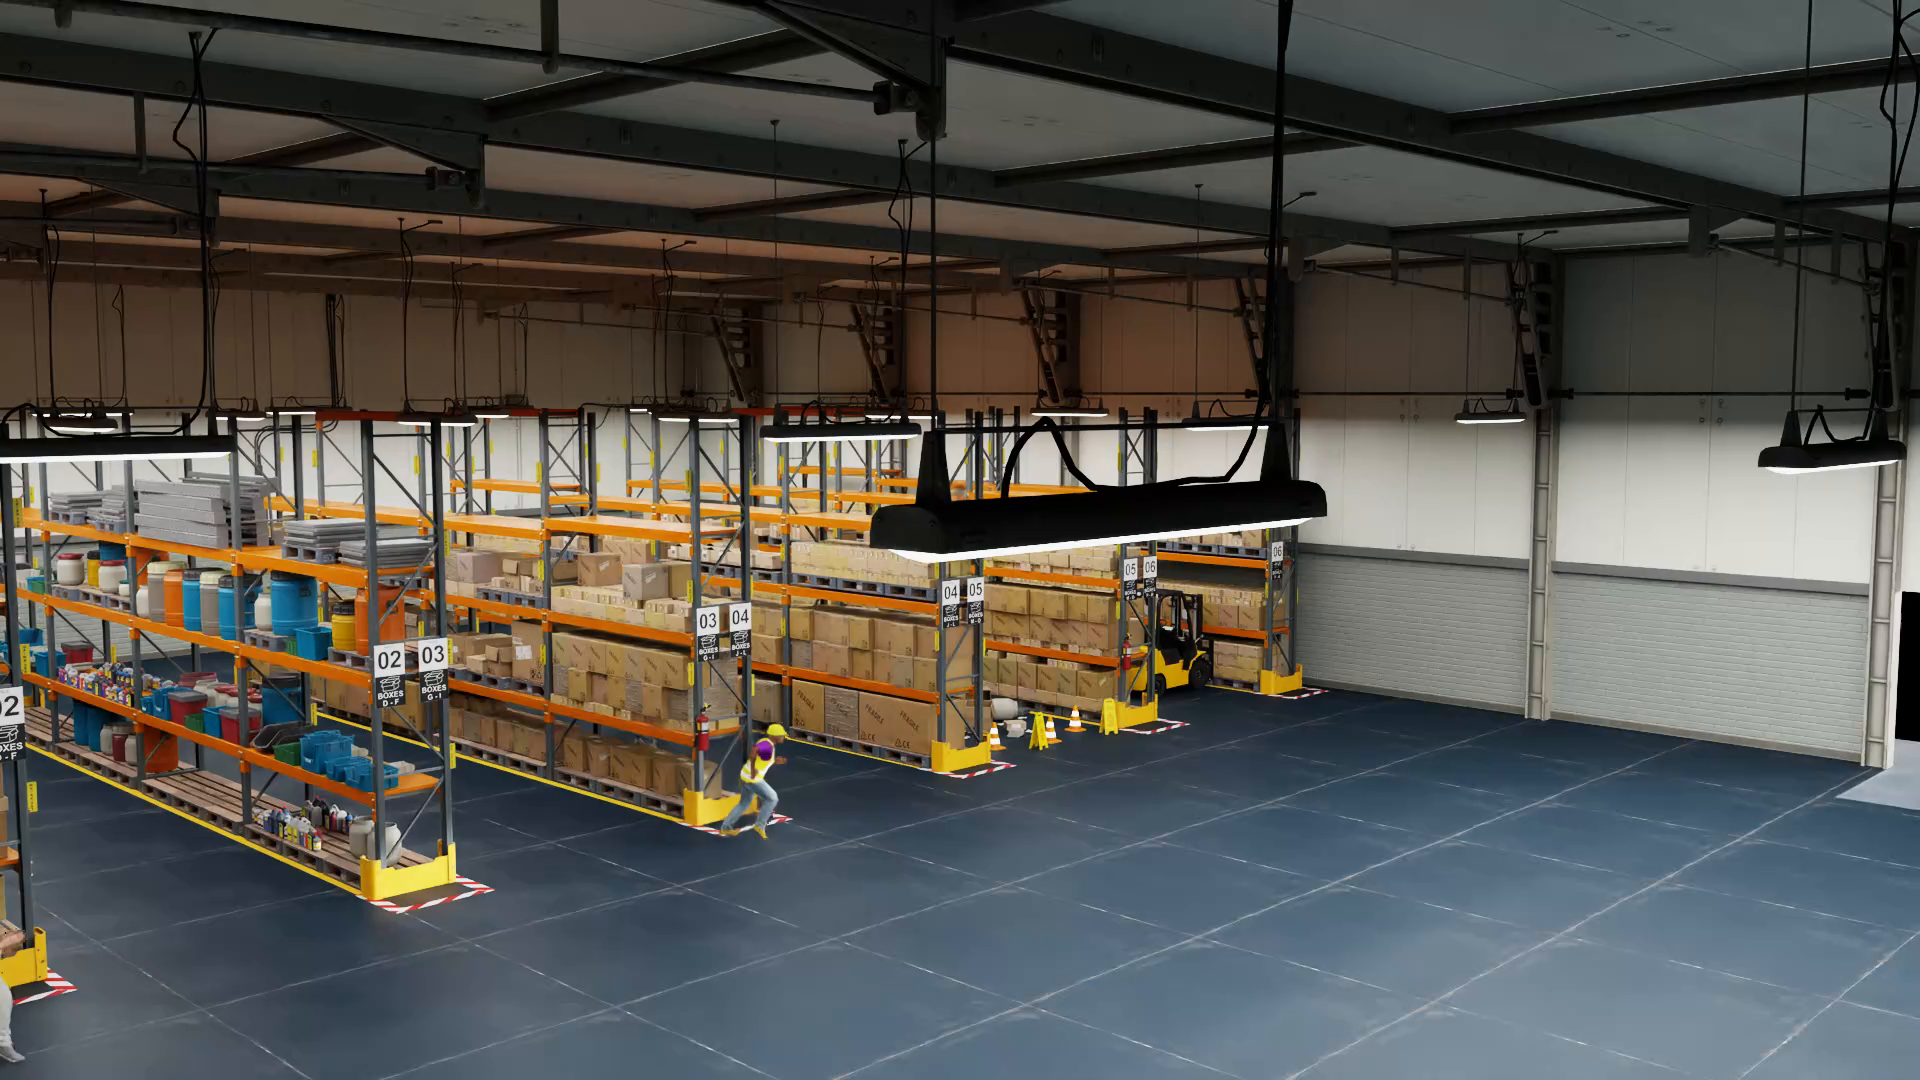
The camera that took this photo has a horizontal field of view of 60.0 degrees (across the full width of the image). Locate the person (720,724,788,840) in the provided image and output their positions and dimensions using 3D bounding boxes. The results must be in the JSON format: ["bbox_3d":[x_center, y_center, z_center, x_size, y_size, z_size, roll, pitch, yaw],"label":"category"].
[{"bbox_3d":[-2.913,3.453,23.517,0.976,1.681,0.753,-1,5,-11],"label":"person"}]

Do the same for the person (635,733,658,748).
[{"bbox_3d":[-5.507,2.924,29.410,0.712,1.618,0.540,3,6,34],"label":"person"}]

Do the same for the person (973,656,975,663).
[{"bbox_3d":[0.101,2.207,37.457,0.583,1.644,0.609,4,6,37],"label":"person"}]

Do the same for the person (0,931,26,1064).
[{"bbox_3d":[-9.214,4.071,15.518,0.890,1.838,0.621,-2,5,-20],"label":"person"}]
